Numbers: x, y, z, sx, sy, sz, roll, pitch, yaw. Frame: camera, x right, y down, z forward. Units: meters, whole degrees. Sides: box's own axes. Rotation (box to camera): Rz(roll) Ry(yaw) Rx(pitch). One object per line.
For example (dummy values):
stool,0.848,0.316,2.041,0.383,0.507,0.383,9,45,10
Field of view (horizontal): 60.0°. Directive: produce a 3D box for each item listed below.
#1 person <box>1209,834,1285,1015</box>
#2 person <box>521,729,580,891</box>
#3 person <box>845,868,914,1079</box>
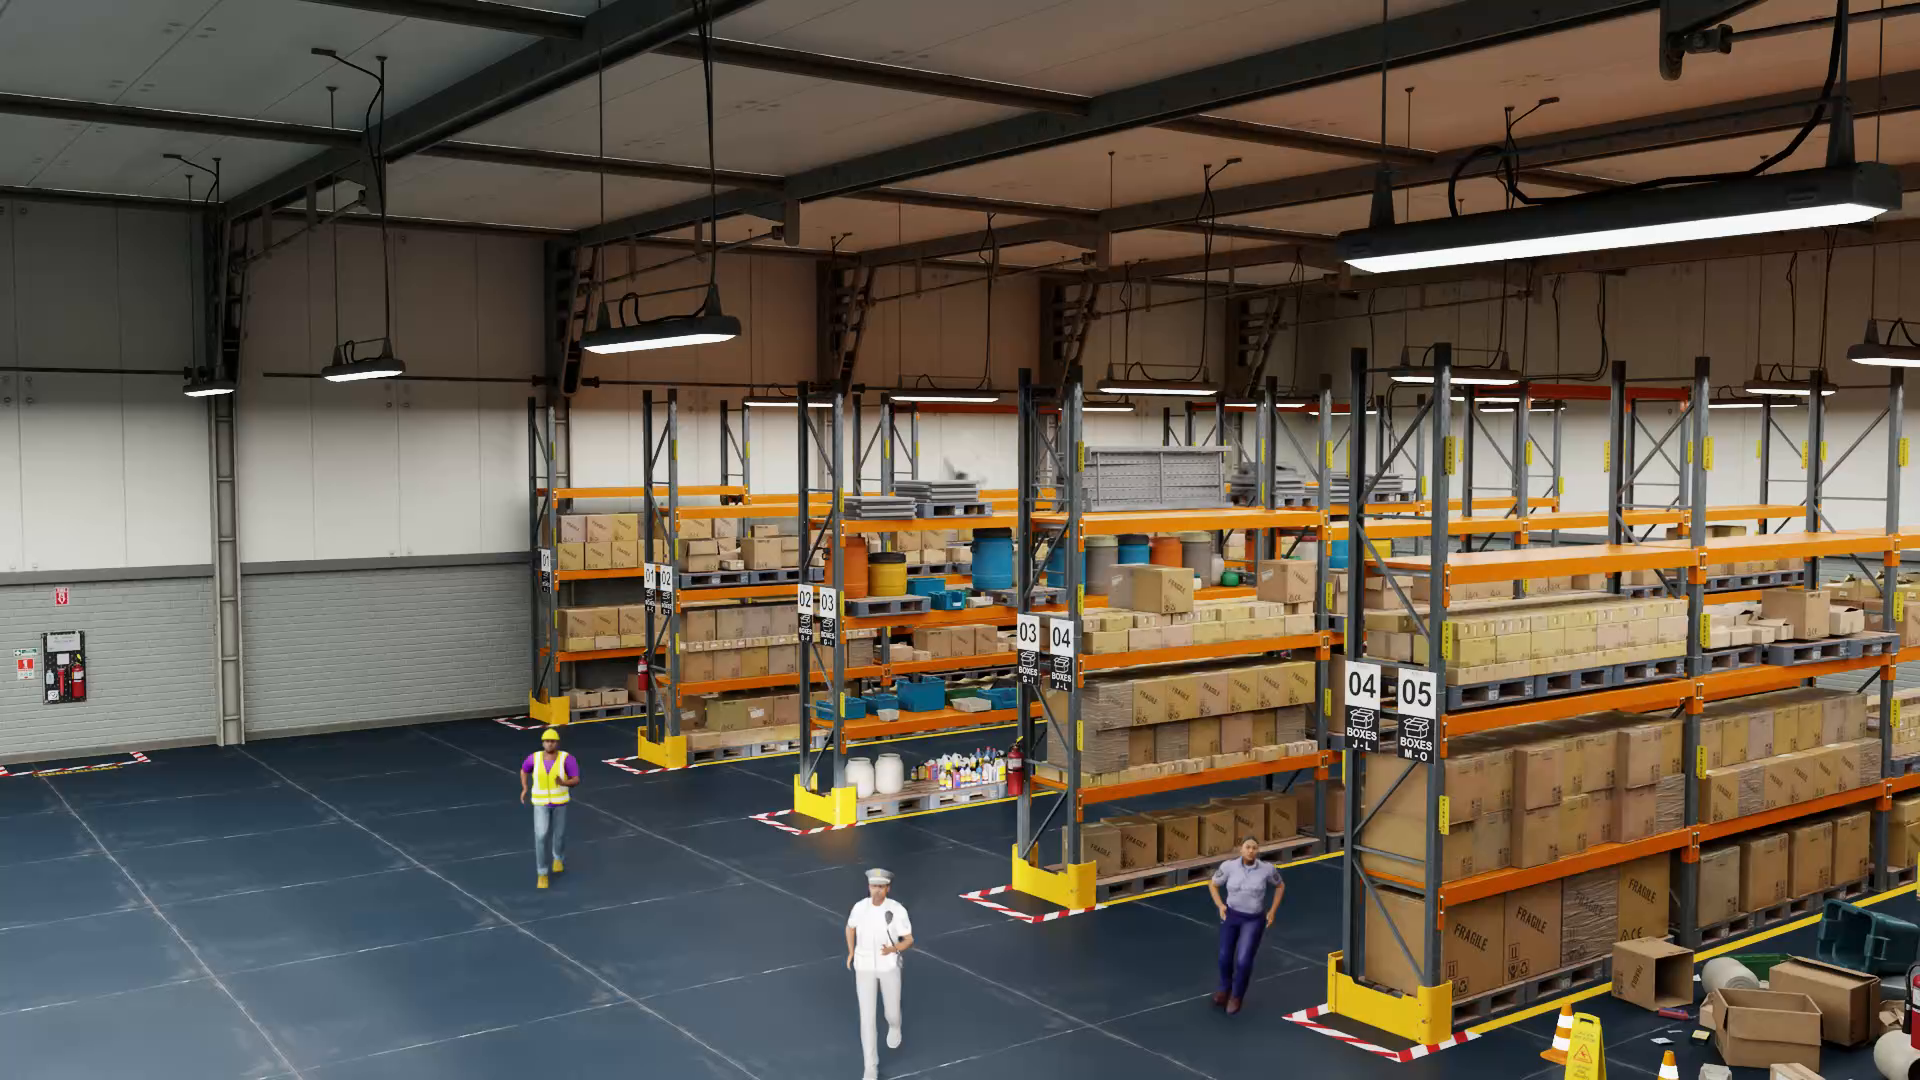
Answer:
person,2.576,3.475,15.064,0.661,1.635,0.635,1,4,20
person,-4.803,3.118,19.512,0.677,1.821,0.820,-1,3,-14
person,-0.671,3.512,13.666,0.587,1.666,0.871,0,3,4
